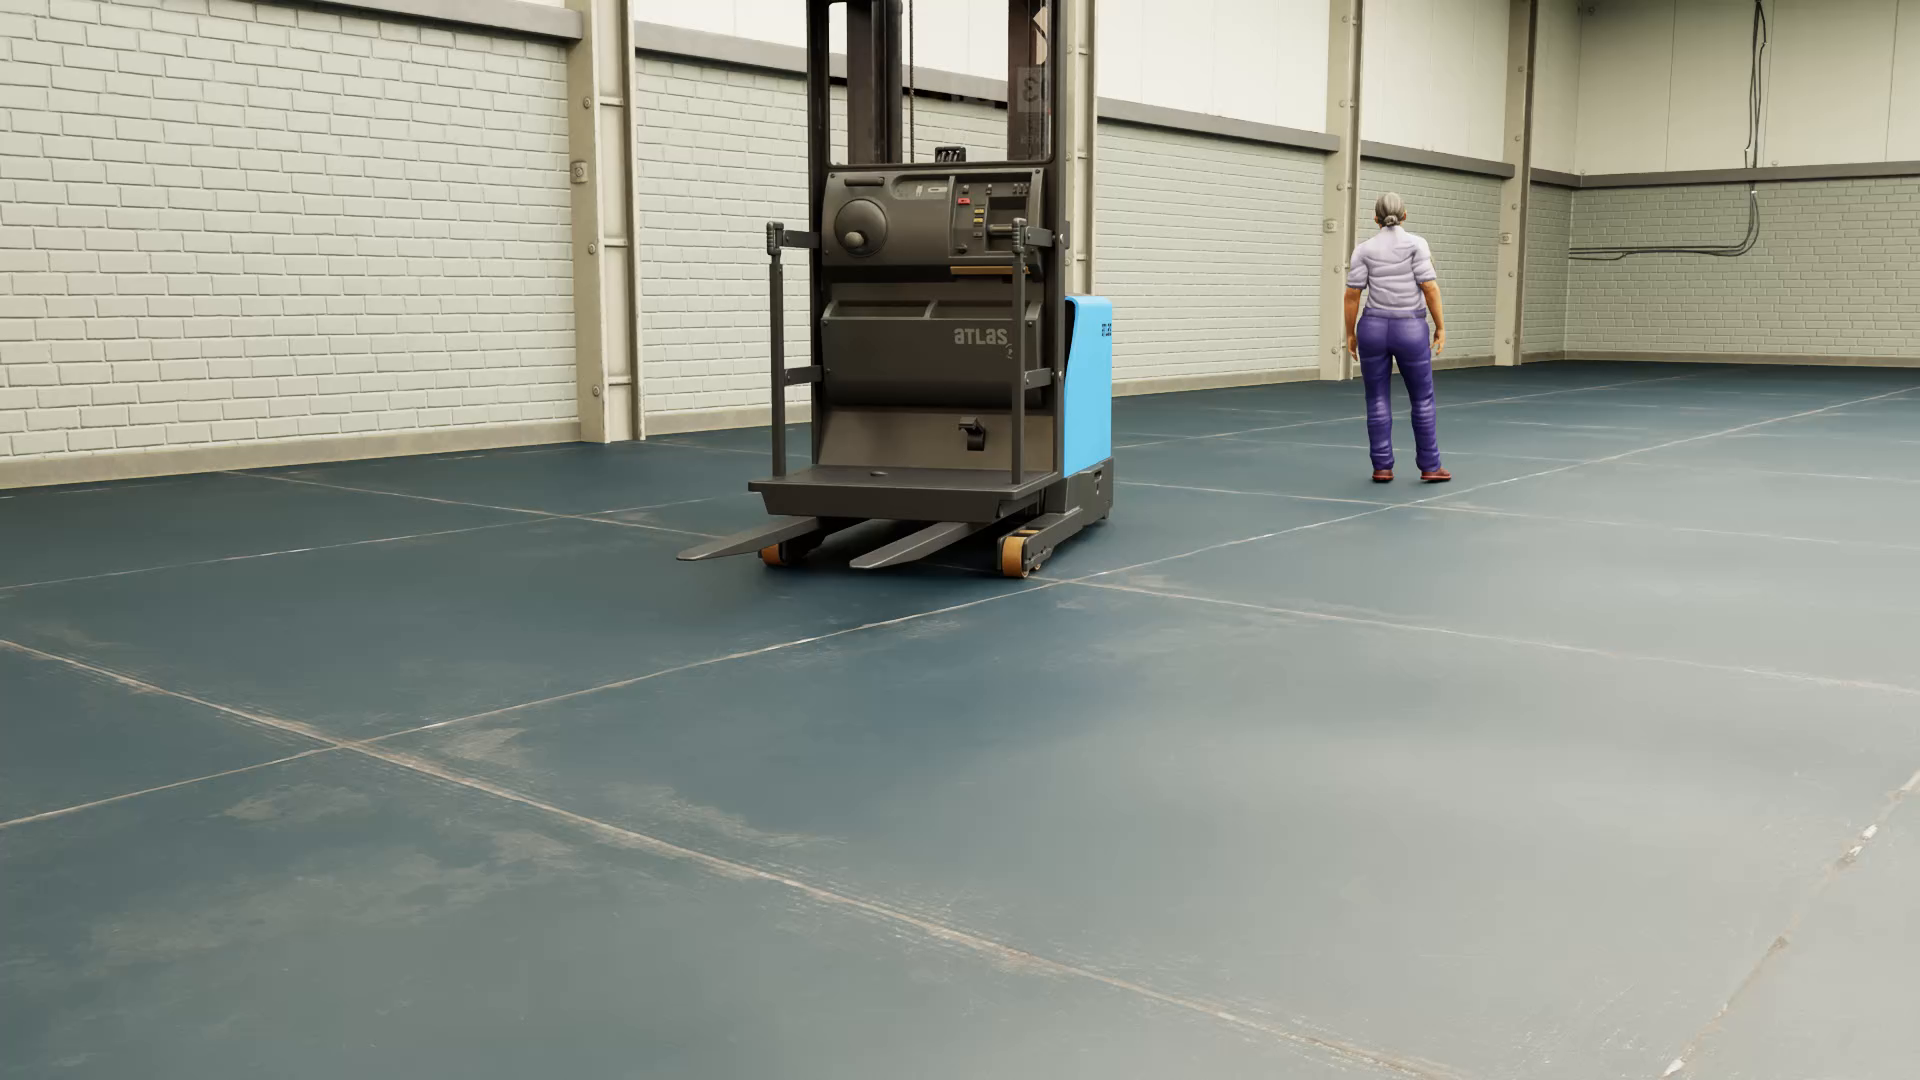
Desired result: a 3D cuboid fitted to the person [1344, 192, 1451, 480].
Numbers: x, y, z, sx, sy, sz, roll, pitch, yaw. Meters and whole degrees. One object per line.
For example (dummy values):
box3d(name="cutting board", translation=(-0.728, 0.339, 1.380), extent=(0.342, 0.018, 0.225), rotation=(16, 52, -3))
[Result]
box3d(name="person", translation=(2.549, -1.168, 9.649), extent=(0.598, 1.651, 0.502), rotation=(4, 9, 25))

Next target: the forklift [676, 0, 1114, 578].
box3d(name="forklift", translation=(-0.176, -1.366, 6.616), extent=(1.130, 2.935, 3.031), rotation=(3, 9, 17))
